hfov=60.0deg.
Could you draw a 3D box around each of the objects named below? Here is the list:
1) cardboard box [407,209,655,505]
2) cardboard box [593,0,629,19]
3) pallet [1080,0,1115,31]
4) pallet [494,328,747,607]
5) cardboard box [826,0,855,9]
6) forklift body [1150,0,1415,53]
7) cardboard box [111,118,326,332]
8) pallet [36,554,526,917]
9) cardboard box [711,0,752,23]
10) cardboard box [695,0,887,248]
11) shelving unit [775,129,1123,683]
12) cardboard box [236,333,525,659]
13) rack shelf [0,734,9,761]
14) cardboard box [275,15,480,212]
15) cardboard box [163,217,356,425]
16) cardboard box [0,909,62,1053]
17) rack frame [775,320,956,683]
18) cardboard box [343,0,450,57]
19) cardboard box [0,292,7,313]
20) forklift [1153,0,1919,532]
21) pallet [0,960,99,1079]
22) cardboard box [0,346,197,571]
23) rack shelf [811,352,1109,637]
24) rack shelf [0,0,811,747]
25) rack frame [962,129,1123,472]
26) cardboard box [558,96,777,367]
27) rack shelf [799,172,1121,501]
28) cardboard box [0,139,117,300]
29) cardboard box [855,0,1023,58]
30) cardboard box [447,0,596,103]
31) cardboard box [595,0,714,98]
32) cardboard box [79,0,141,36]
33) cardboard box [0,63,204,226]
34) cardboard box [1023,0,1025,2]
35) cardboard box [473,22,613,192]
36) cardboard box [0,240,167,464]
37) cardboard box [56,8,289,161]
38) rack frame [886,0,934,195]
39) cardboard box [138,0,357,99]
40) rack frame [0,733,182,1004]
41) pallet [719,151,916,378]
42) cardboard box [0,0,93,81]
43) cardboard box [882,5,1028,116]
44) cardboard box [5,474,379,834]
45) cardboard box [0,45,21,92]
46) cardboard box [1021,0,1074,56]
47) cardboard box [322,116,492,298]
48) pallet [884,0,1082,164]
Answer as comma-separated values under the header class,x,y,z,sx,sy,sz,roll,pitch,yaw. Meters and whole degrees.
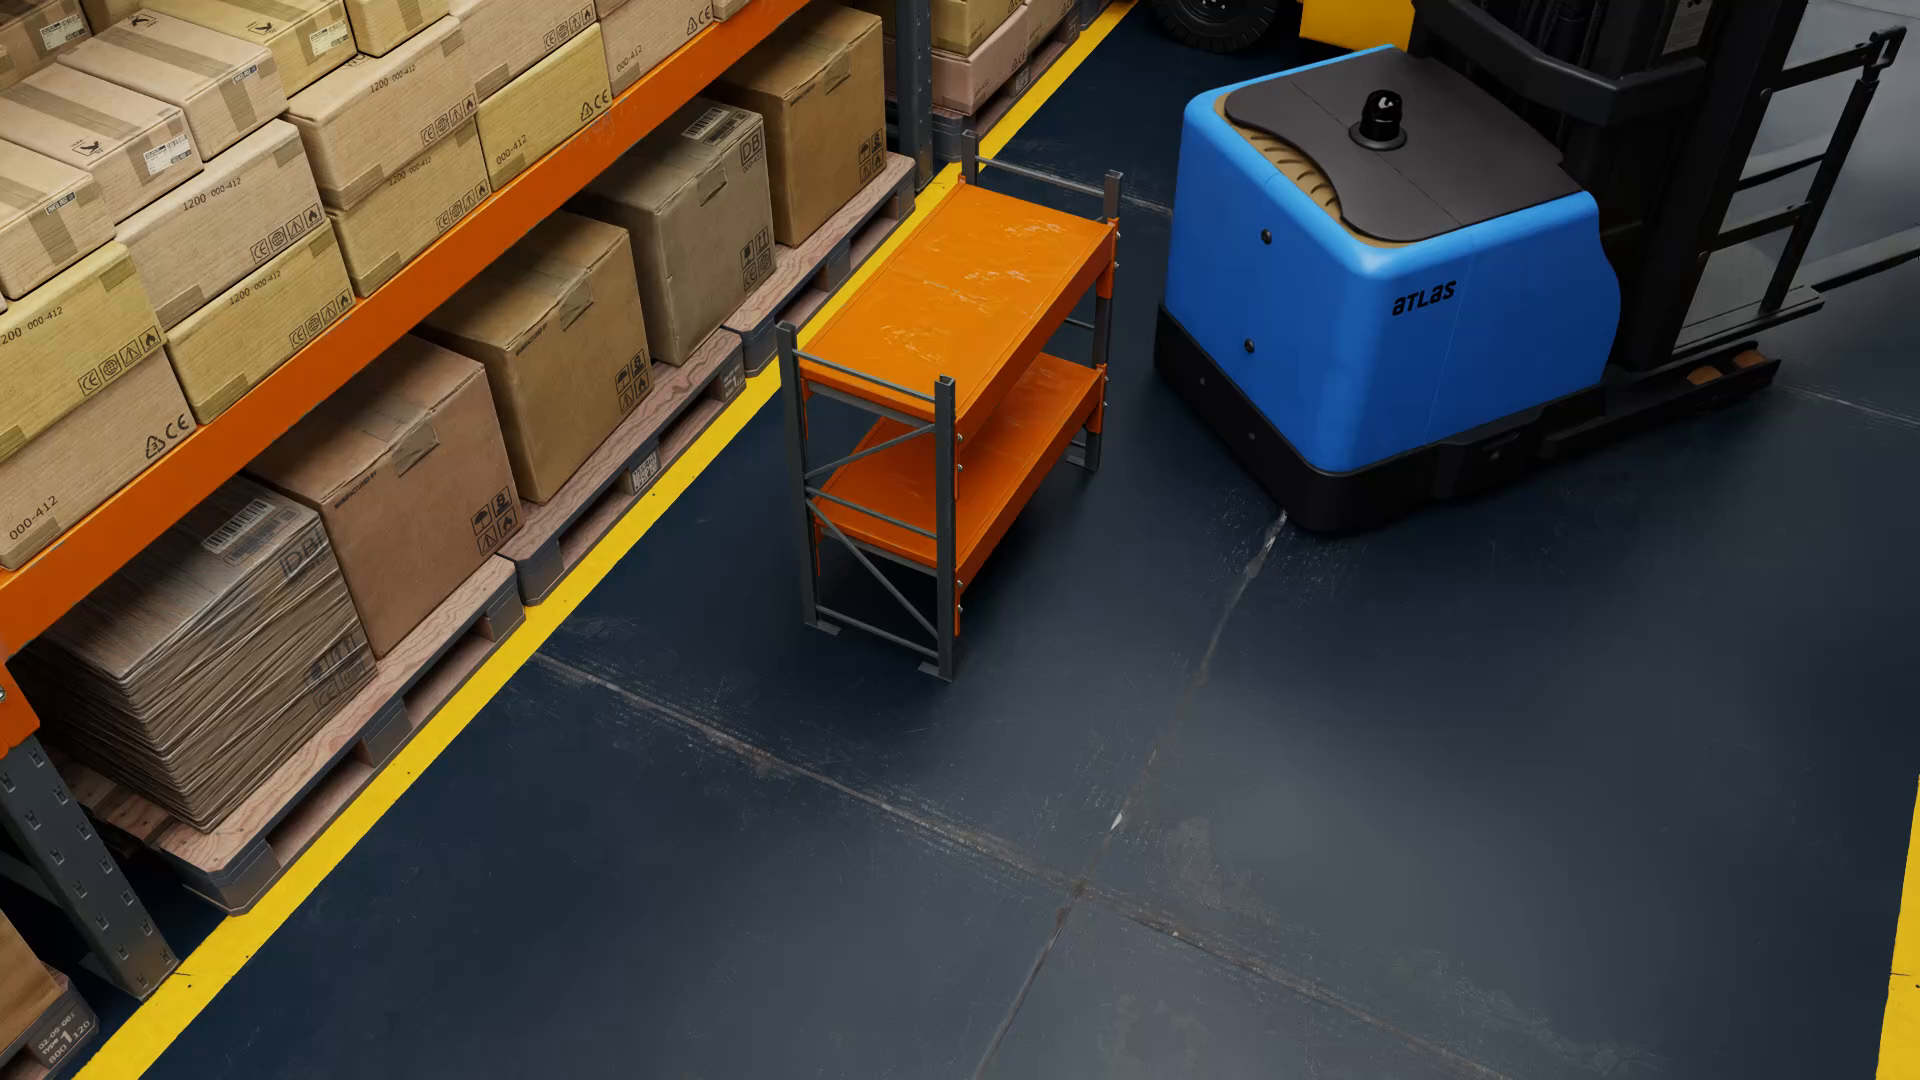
class,x,y,z,sx,sy,sz,roll,pitch,yaw
cardboard box,-1.524,-0.651,5.159,0.875,0.625,0.625,19,48,17
cardboard box,-1.053,-1.714,4.589,0.500,0.250,0.500,21,49,20
pallet,0.394,-2.910,7.977,1.003,0.211,1.213,20,49,19
pallet,-1.450,-0.403,5.500,1.003,0.211,1.213,20,49,19
cardboard box,-0.533,-2.363,6.763,0.500,0.250,0.500,19,48,18
forklift body,2.015,-3.056,6.758,2.313,2.155,1.214,20,49,19
cardboard box,-1.778,-0.749,3.635,0.500,0.250,0.500,22,49,20
pallet,-2.017,0.363,4.743,1.003,0.211,1.213,20,49,19
cardboard box,-0.808,-1.856,5.081,0.500,0.250,0.500,20,49,19
cardboard box,-0.809,-1.612,6.109,0.875,0.625,0.625,23,50,21
shelving unit,-0.003,-0.391,4.846,0.538,1.125,1.048,20,49,19
cardboard box,-1.836,-0.227,4.740,0.875,0.625,0.625,22,49,20
rack shelf,-3.362,1.401,2.262,1.077,0.370,4.000,20,49,19
cardboard box,-1.519,-1.072,3.955,0.500,0.250,0.500,19,48,18
cardboard box,-1.774,-0.573,3.813,0.500,0.250,0.500,19,48,18
cardboard box,-2.440,0.957,3.658,0.500,0.500,0.500,22,49,20
rack frame,-0.239,-0.071,4.529,0.500,1.125,0.032,20,49,19
cardboard box,-1.435,-1.295,3.894,0.380,0.149,0.250,21,49,20
cardboard box,-2.025,-0.478,3.087,0.380,0.149,0.250,22,49,20
forklift,2.228,-1.780,4.948,3.031,2.935,1.130,-19,48,-18
pallet,-2.814,1.326,3.791,1.003,0.211,1.213,20,49,19
cardboard box,-2.011,-0.258,3.501,0.500,0.250,0.500,21,49,19
rack shelf,-0.003,-0.219,5.020,0.538,0.278,1.000,20,49,19
rack shelf,-1.505,-1.119,4.752,1.077,0.370,4.000,20,49,19
rack frame,0.233,-0.711,5.162,0.500,1.125,0.032,20,49,19
cardboard box,-1.176,-1.126,5.628,0.875,0.625,0.625,20,49,19
rack shelf,-0.003,-0.597,4.638,0.538,0.278,1.000,20,49,19
cardboard box,-1.902,-0.647,3.254,0.380,0.149,0.250,21,49,20
cardboard box,-0.079,-2.191,6.593,0.500,0.250,0.500,20,49,19
cardboard box,-1.304,-1.403,4.281,0.500,0.250,0.500,21,49,20
cardboard box,-1.065,-1.554,4.782,0.500,0.250,0.500,21,49,19
cardboard box,-2.023,-1.308,3.907,0.380,0.149,0.250,20,49,19
cardboard box,-1.806,-0.817,3.422,0.380,0.149,0.250,22,49,20
cardboard box,0.153,-2.509,6.907,0.500,0.250,0.500,20,49,19
cardboard box,-1.298,-1.226,4.458,0.500,0.250,0.500,22,49,20
cardboard box,-1.989,-0.425,3.315,0.500,0.250,0.500,20,49,19
cardboard box,-1.696,-0.986,3.589,0.380,0.149,0.250,21,49,19
rack frame,-0.577,-2.632,5.742,1.000,3.000,0.127,20,49,19
cardboard box,-1.605,-1.154,3.756,0.380,0.149,0.250,21,49,19
rack frame,-2.434,-0.112,3.251,1.000,3.000,0.127,20,49,19
pallet,-0.885,-1.174,6.262,1.003,0.211,1.213,20,49,19
cardboard box,-2.213,-1.169,3.770,0.380,0.149,0.250,20,49,18
cardboard box,-0.059,-2.008,6.764,0.500,0.250,0.500,21,49,19
cardboard box,-2.132,0.187,4.330,0.875,0.625,0.625,22,49,20
cardboard box,-2.265,-0.991,3.594,0.380,0.149,0.250,20,49,19
cardboard box,0.163,-2.333,7.085,0.500,0.250,0.500,19,48,18
cardboard box,-1.541,-0.900,4.136,0.500,0.250,0.500,19,48,18
pallet,-0.171,-2.139,7.215,1.003,0.211,1.213,20,49,19
